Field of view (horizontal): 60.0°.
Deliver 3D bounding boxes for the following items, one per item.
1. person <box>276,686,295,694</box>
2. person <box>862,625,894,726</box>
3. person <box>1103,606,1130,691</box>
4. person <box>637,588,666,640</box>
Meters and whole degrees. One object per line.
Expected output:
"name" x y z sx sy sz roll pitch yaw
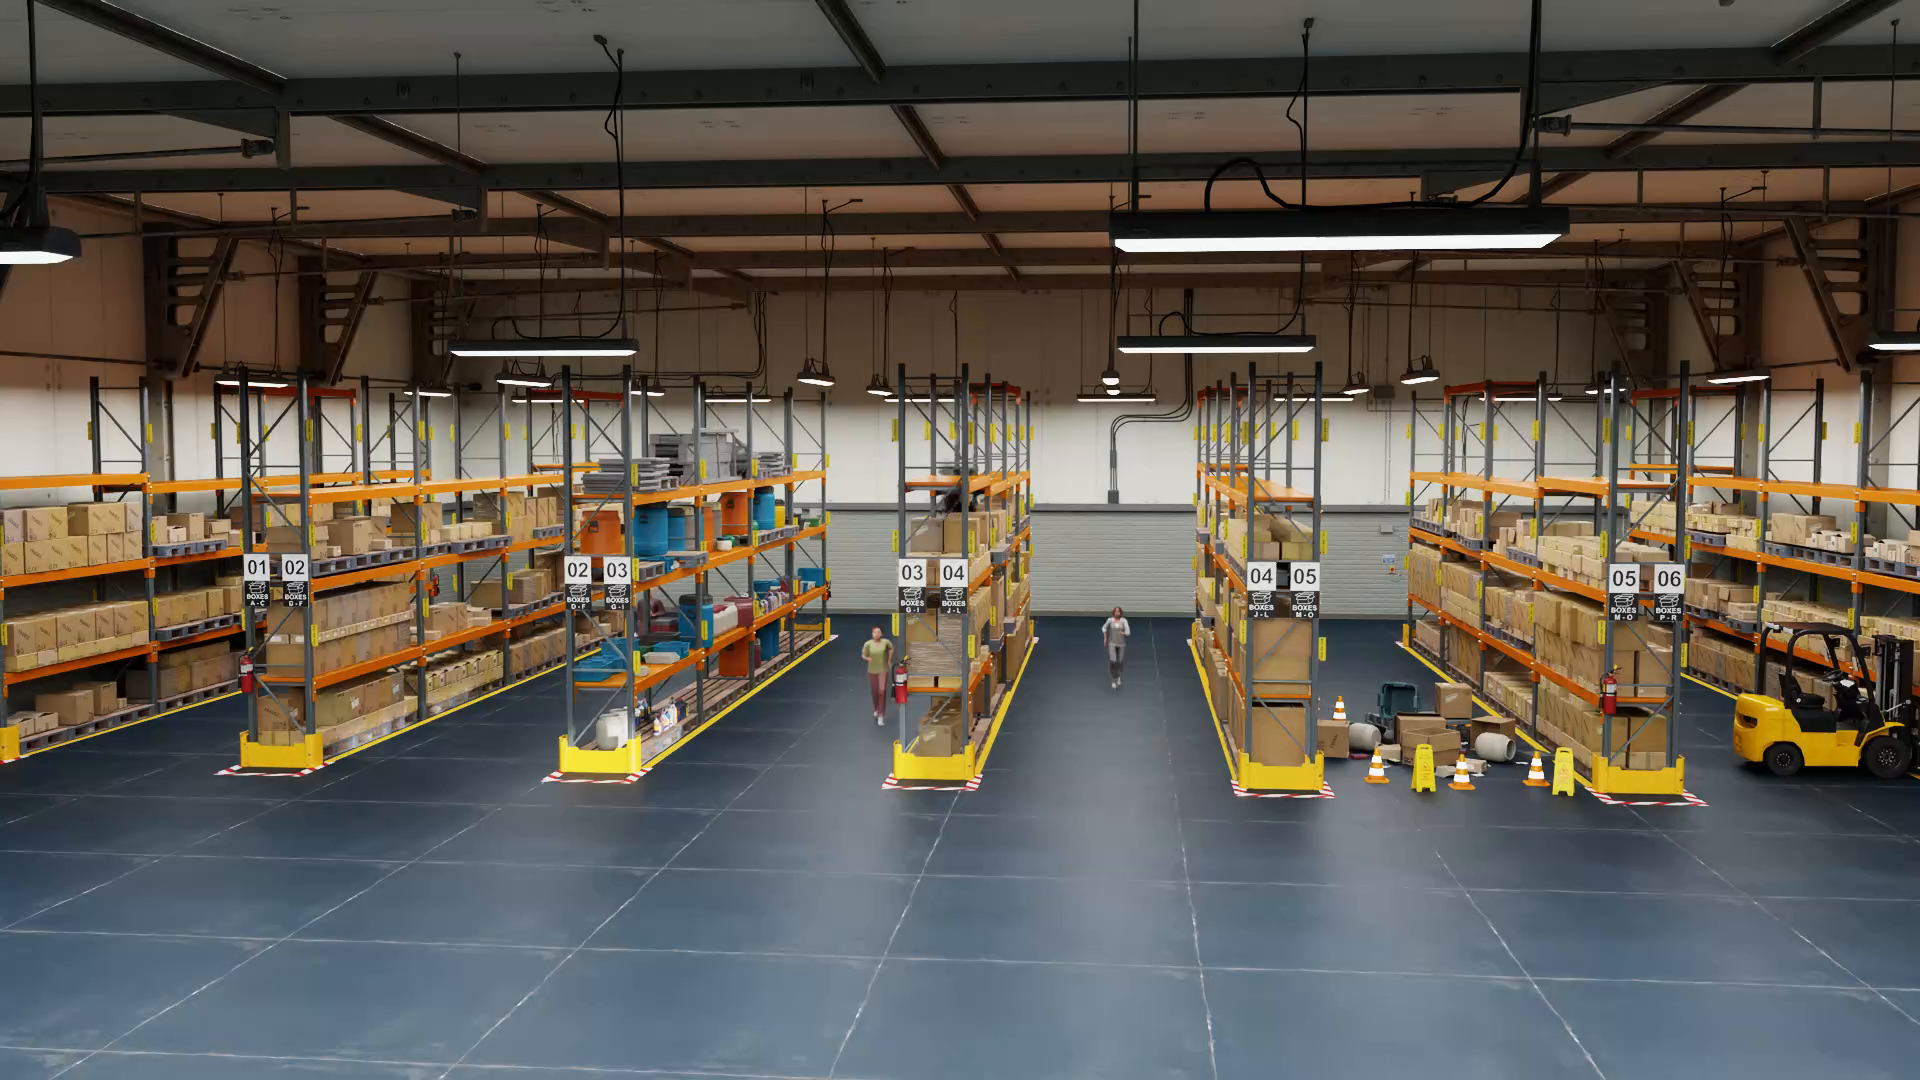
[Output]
"person" -11.396 2.374 28.110 0.544 1.638 0.651 0 4 3
"person" -1.434 2.311 28.808 0.529 1.696 0.858 0 4 5
"person" 3.068 2.105 32.582 0.510 1.642 0.733 0 4 -1
"person" -6.484 1.842 34.826 0.686 1.734 0.988 0 4 7
